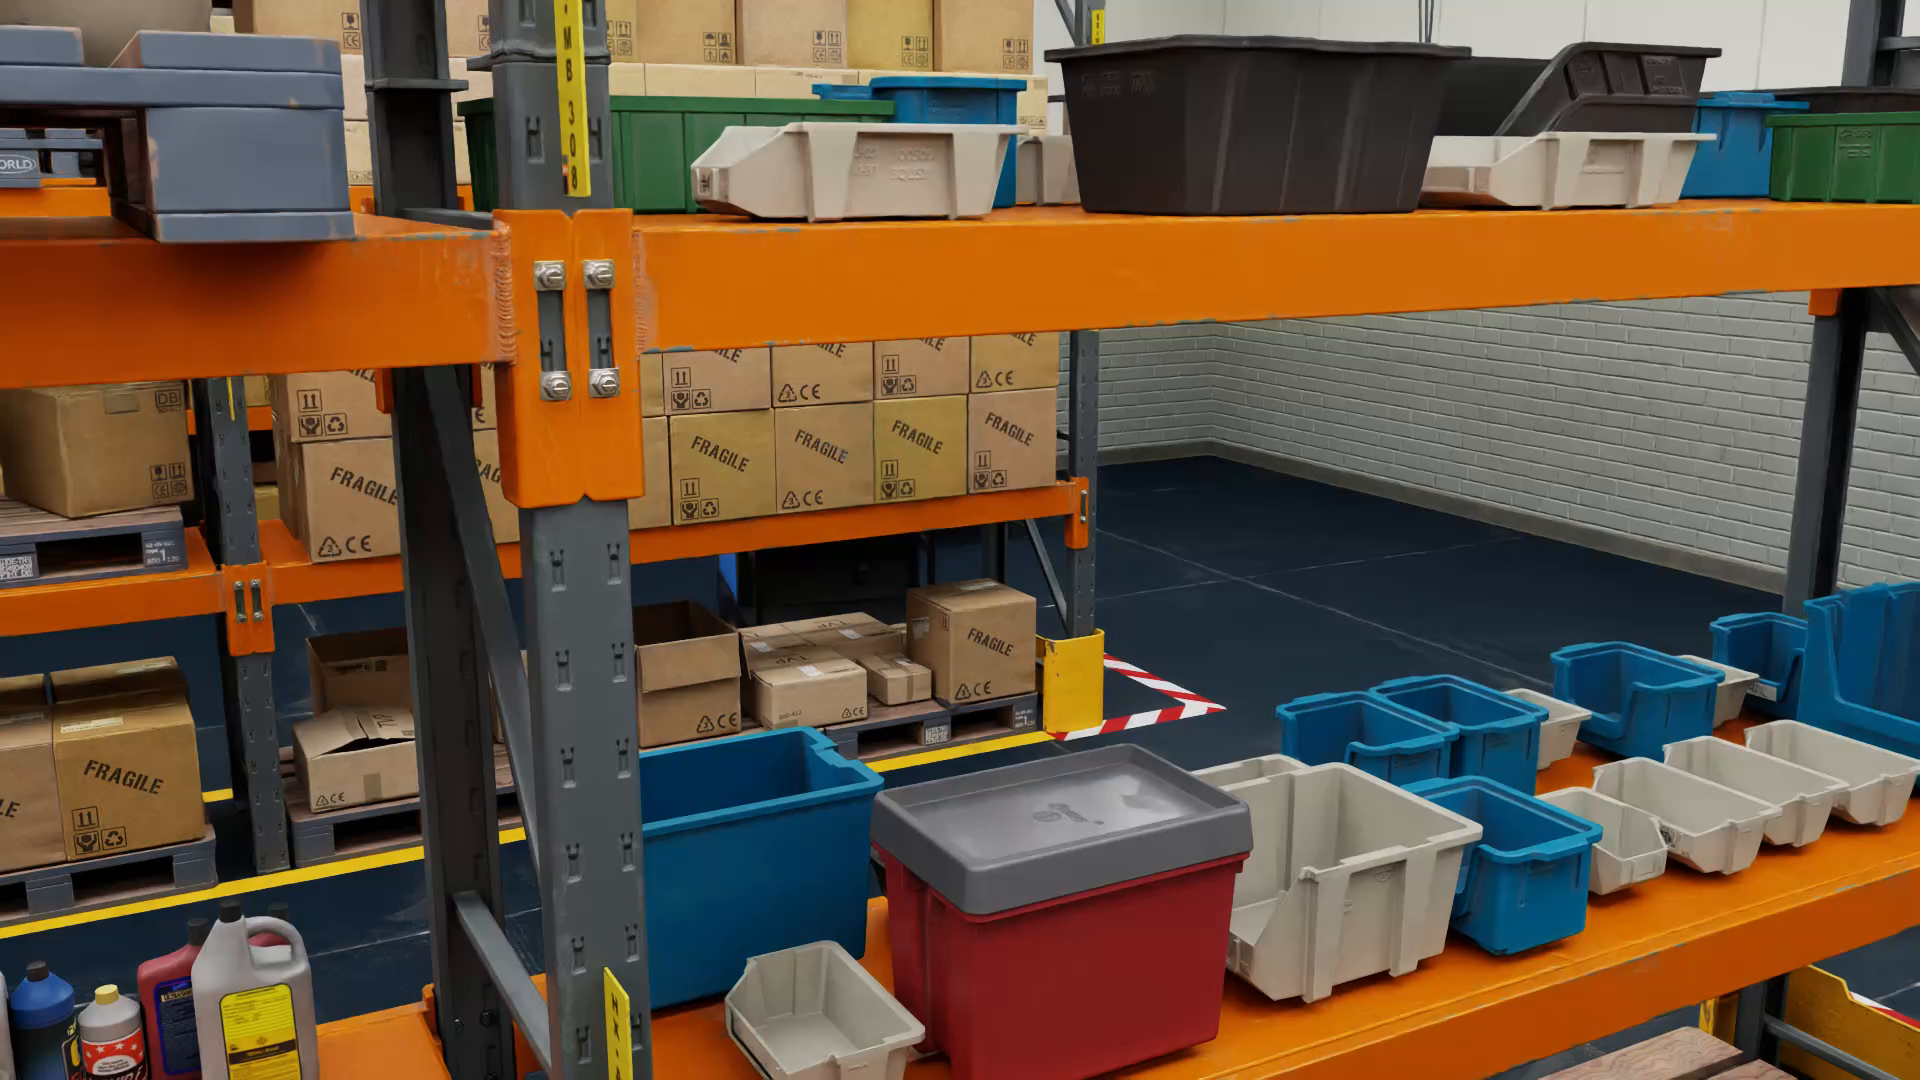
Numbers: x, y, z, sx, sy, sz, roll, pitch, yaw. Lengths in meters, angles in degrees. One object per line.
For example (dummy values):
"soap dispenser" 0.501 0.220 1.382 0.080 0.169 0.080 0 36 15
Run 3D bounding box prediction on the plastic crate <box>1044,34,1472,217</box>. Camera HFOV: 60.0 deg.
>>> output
"plastic crate" 0.494 -0.692 2.819 0.590 0.269 0.497 -7 14 -28

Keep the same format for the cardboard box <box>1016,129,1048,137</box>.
"cardboard box" 0.089 -1.876 8.122 0.500 0.250 0.500 -7 14 -28

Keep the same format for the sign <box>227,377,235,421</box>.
"sign" -2.828 -0.628 6.430 0.005 0.325 0.100 -7 14 -28

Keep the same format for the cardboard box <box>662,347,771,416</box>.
"cardboard box" -1.192 -0.864 7.613 0.500 0.500 0.500 -6 14 -26

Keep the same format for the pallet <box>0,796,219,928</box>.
"pallet" -3.793 1.284 6.925 1.213 0.211 1.003 -7 14 -28

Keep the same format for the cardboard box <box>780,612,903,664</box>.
"cardboard box" -0.639 0.592 8.910 0.500 0.250 0.500 -7 14 -28

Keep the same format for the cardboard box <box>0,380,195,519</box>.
"cardboard box" -3.620 -0.417 6.944 0.700 0.500 0.500 11 17 41

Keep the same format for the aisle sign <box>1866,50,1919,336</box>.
"aisle sign" 2.704 -0.969 4.660 0.004 0.787 0.394 -7 14 -28

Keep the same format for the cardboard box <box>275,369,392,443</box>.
"cardboard box" -2.549 -0.702 6.890 0.500 0.500 0.500 -6 14 -26

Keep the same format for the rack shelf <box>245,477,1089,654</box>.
"rack shelf" -1.342 -0.029 8.045 4.000 0.370 1.077 -7 14 -28

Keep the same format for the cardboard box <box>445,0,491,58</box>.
"cardboard box" -2.182 -2.253 6.953 0.500 0.500 0.700 -7 14 -28

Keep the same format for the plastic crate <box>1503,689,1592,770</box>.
"plastic crate" 1.493 0.516 4.450 0.298 0.136 0.250 -7 14 -28

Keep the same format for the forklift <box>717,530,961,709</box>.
"forklift" -0.715 -0.673 9.426 1.130 2.935 3.031 -3 13 -15

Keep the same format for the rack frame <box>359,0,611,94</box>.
"rack frame" -0.727 -2.141 2.129 0.127 3.000 1.000 -7 14 -28

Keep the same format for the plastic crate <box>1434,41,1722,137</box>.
"plastic crate" 1.311 -0.961 3.856 0.767 0.338 0.504 -7 14 -28

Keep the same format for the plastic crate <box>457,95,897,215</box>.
"plastic crate" -0.500 -0.678 2.938 0.662 0.188 0.450 -7 14 -28

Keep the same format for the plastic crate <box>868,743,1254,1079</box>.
"plastic crate" 0.177 0.679 2.977 0.583 0.464 0.402 -7 14 -28

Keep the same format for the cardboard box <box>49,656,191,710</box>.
"cardboard box" -3.639 0.839 7.240 0.500 0.500 0.500 -8 15 -30

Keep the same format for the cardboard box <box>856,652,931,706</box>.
"cardboard box" -0.344 0.707 8.586 0.250 0.166 0.380 -7 14 -28

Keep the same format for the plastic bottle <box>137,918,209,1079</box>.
"plastic bottle" -1.371 0.813 2.932 0.133 0.283 0.061 -7 14 -28

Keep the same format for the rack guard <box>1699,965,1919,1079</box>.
"rack guard" 2.798 1.579 4.954 0.348 0.500 1.175 -7 14 -28

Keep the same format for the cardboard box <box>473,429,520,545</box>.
"cardboard box" -2.072 -0.274 7.267 0.500 0.500 0.500 -7 14 -27

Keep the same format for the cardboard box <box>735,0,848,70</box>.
"cardboard box" -0.897 -2.424 7.710 0.500 0.500 0.700 -7 14 -28

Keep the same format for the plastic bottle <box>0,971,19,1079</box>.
"plastic bottle" -1.637 0.860 2.740 0.135 0.276 0.152 -7 14 -28

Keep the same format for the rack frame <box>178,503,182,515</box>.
"rack frame" -5.474 -1.124 11.271 0.127 3.000 1.000 -7 14 -28

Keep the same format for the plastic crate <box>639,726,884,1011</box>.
"plastic crate" -0.481 0.649 3.293 0.575 0.384 0.392 -7 14 -28

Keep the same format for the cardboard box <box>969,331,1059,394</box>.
"cardboard box" 0.155 -1.027 8.337 0.500 0.500 0.500 -7 14 -28

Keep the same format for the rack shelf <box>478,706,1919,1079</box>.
"rack shelf" 1.028 0.926 3.802 4.000 0.370 1.077 -7 14 -28

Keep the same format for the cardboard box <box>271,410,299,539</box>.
"cardboard box" -2.782 -0.320 7.474 0.500 0.500 0.500 -7 14 -27

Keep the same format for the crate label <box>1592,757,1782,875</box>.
"crate label" 1.660 0.646 3.869 0.243 0.136 0.396 -7 14 -28

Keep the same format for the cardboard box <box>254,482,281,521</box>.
"cardboard box" -4.769 -0.168 11.761 0.500 0.500 0.700 -7 14 -27

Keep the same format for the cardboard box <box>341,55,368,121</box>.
"cardboard box" -2.552 -1.807 6.678 0.500 0.250 0.500 -7 14 -28

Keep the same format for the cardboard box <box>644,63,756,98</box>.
"cardboard box" -1.230 -1.963 7.371 0.500 0.250 0.500 -7 14 -28

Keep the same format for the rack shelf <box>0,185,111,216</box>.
"rack shelf" -4.853 -1.072 5.846 4.000 0.370 1.077 -7 14 -28

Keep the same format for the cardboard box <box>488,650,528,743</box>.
"cardboard box" -2.075 0.734 8.138 0.500 0.311 0.500 -7 14 -28

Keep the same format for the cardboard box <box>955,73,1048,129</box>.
"cardboard box" 0.085 -2.121 8.075 0.500 0.250 0.500 -7 14 -28

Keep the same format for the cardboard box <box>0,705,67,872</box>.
"cardboard box" -3.831 0.993 6.557 0.500 0.500 0.500 -7 14 -28

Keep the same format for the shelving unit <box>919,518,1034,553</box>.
"shelving unit" 0.006 -0.549 12.989 1.048 1.125 0.538 -7 14 -28

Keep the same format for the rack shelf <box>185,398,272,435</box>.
"rack shelf" -3.719 -0.983 12.285 4.000 0.370 1.077 -7 14 -28

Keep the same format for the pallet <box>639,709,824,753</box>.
"pallet" -1.422 0.990 8.232 1.213 0.211 1.003 -7 14 -28

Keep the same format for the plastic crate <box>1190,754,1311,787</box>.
"plastic crate" 0.657 0.644 3.881 0.466 0.136 0.293 -7 14 -28

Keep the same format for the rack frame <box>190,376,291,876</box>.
"rack frame" -3.097 -0.170 7.031 0.127 3.000 1.000 -7 14 -28

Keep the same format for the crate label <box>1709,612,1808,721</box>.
"crate label" 2.409 0.379 4.836 0.303 0.233 0.416 -7 14 -28

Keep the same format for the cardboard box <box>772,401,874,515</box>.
"cardboard box" -0.743 -0.433 7.973 0.500 0.500 0.500 -7 14 -27

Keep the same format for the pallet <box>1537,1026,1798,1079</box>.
"pallet" 2.041 1.804 4.611 1.213 0.211 1.003 -7 14 -28
